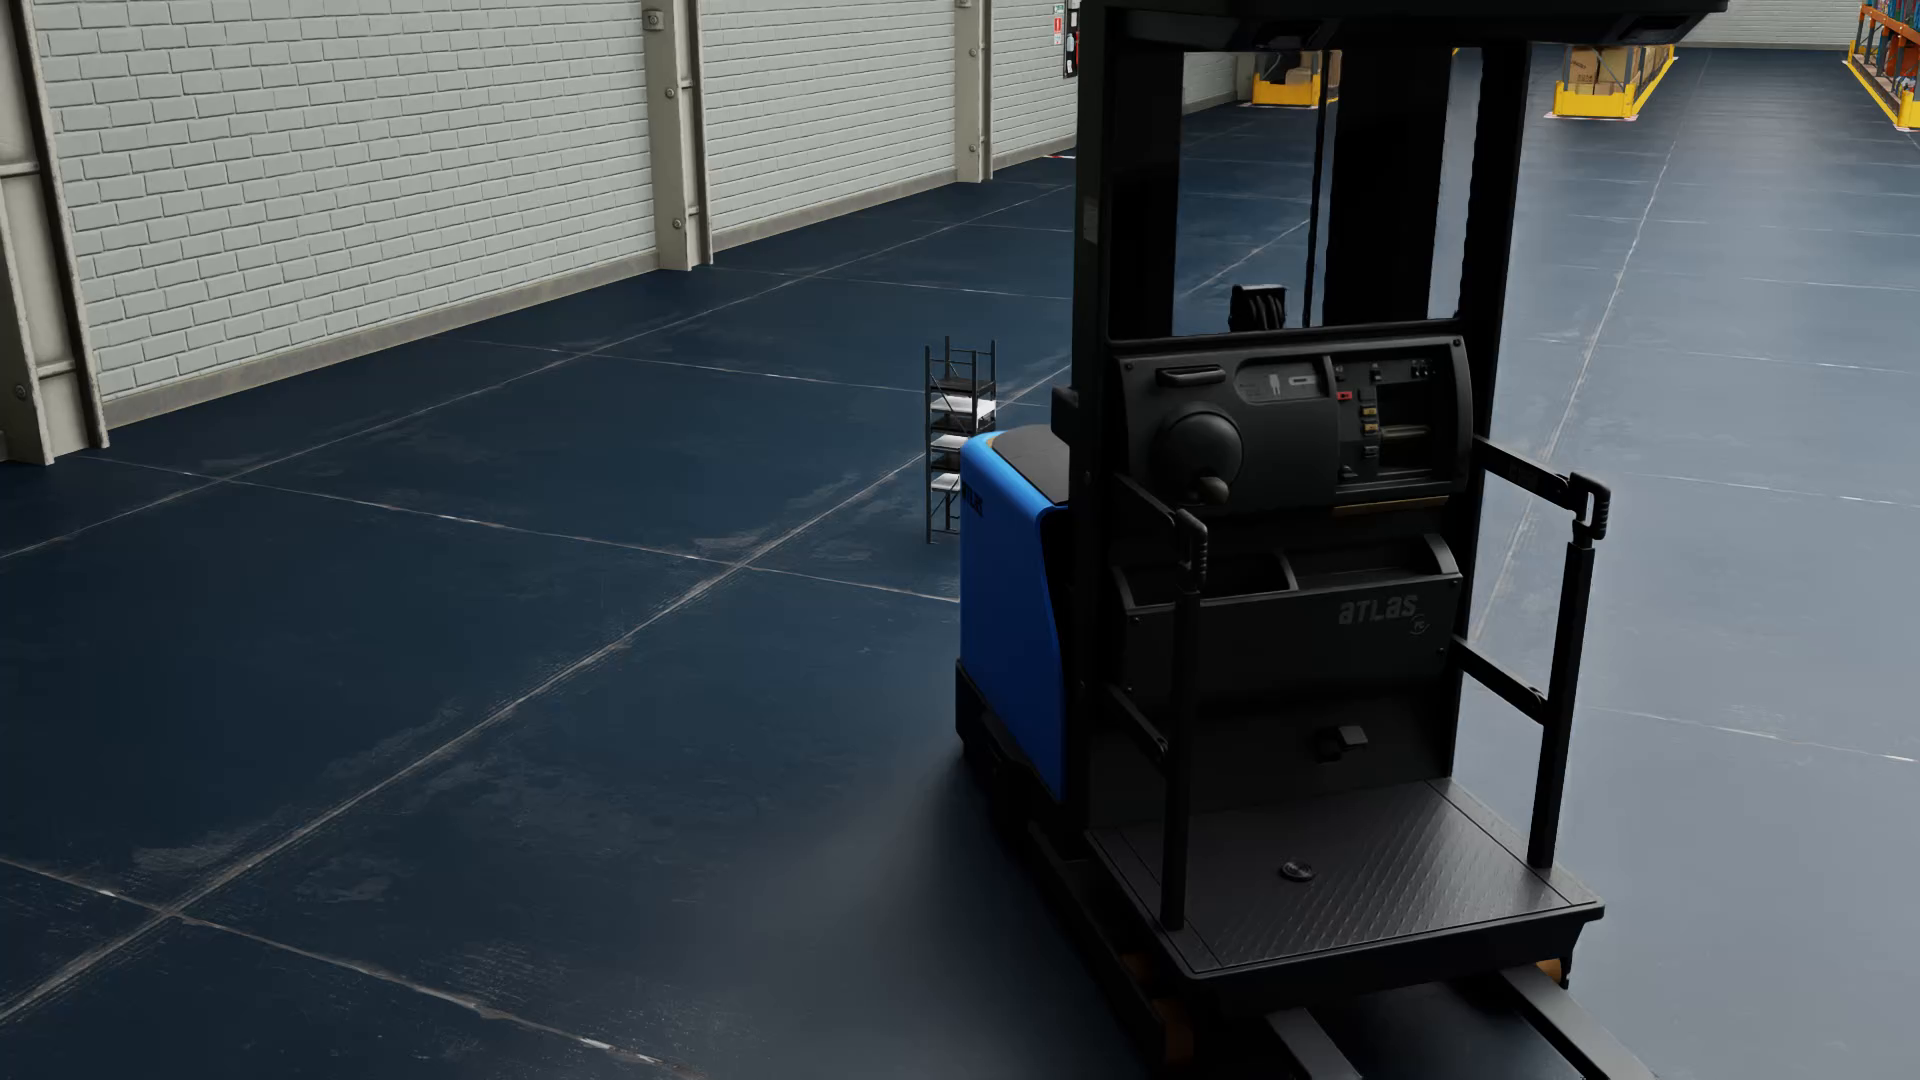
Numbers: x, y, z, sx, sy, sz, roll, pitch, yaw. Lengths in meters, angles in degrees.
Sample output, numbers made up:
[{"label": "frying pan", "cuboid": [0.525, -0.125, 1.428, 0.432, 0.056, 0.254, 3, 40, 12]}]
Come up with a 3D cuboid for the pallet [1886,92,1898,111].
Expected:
[{"label": "pallet", "cuboid": [15.935, -7.231, 27.488, 1.003, 0.211, 1.213, 9, 21, 23]}]

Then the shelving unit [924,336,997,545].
[{"label": "shelving unit", "cuboid": [0.003, -0.426, 7.325, 0.258, 0.900, 0.210, 9, 21, 23]}]

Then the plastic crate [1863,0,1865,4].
[{"label": "plastic crate", "cuboid": [20.554, -12.200, 37.602, 0.250, 0.136, 0.298, 9, 21, 23]}]

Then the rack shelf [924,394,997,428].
[{"label": "rack shelf", "cuboid": [0.003, -0.565, 7.276, 0.258, 0.077, 0.200, 9, 21, 23]}]

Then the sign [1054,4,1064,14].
[{"label": "sign", "cuboid": [1.255, -6.742, 21.104, 0.001, 0.109, 0.331, 9, 21, 23]}]

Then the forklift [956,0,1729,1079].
[{"label": "forklift", "cuboid": [0.891, -0.277, 3.873, 1.130, 2.935, 3.031, -6, 20, -15]}]

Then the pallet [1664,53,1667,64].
[{"label": "pallet", "cuboid": [15.787, -11.141, 38.482, 1.003, 0.211, 1.213, 9, 21, 23]}]

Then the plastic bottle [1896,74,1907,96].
[{"label": "plastic bottle", "cuboid": [15.462, -7.456, 27.256, 0.144, 0.351, 0.185, 8, 21, 20]}]

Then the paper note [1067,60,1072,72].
[{"label": "paper note", "cuboid": [1.431, -6.170, 21.656, 0.016, 0.148, 0.142, 9, 21, 23]}]

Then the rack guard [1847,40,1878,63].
[{"label": "rack guard", "cuboid": [21.160, -11.245, 38.341, 1.175, 0.500, 0.348, 9, 21, 23]}]

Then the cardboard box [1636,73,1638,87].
[{"label": "cardboard box", "cuboid": [11.527, -8.005, 28.977, 0.500, 0.250, 0.500, 9, 21, 23]}]

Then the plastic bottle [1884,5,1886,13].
[{"label": "plastic bottle", "cuboid": [18.100, -10.368, 32.442, 0.097, 0.201, 0.097, 0, 20, 0]}]

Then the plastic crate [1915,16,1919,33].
[{"label": "plastic crate", "cuboid": [14.814, -7.844, 25.270, 0.499, 0.251, 0.408, 9, 21, 23]}]

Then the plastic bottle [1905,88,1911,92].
[{"label": "plastic bottle", "cuboid": [14.963, -7.032, 26.286, 0.097, 0.201, 0.097, 0, 20, 0]}]

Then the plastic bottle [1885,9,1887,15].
[{"label": "plastic bottle", "cuboid": [17.941, -10.249, 32.107, 0.097, 0.201, 0.097, 0, 20, 0]}]

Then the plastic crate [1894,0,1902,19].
[{"label": "plastic crate", "cuboid": [16.946, -9.546, 29.738, 0.402, 0.464, 0.583, 9, 21, 23]}]

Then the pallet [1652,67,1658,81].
[{"label": "pallet", "cuboid": [13.709, -9.558, 34.029, 1.003, 0.211, 1.213, 9, 21, 23]}]

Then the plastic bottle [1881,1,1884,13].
[{"label": "plastic bottle", "cuboid": [18.401, -10.625, 33.061, 0.097, 0.271, 0.097, 0, 20, 0]}]

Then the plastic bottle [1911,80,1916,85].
[{"label": "plastic bottle", "cuboid": [15.433, -7.279, 26.867, 0.152, 0.276, 0.135, 9, 21, 23]}]

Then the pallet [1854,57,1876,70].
[{"label": "pallet", "cuboid": [20.288, -10.481, 36.625, 1.003, 0.211, 1.213, 9, 21, 23]}]

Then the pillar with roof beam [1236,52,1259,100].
[{"label": "pillar with roof beam", "cuboid": [8.997, -11.450, 26.235, 9.100, 9.000, 0.400, 9, 21, 23]}]

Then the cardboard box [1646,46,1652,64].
[{"label": "cardboard box", "cuboid": [12.756, -9.154, 31.373, 0.500, 0.311, 0.500, 9, 22, 24]}]

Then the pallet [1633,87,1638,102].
[{"label": "pallet", "cuboid": [11.367, -7.874, 29.296, 1.003, 0.211, 1.213, 9, 21, 23]}]

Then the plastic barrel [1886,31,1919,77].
[{"label": "plastic barrel", "cuboid": [18.071, -9.295, 31.740, 0.600, 0.830, 0.708, 9, 21, 23]}]

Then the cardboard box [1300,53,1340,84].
[{"label": "cardboard box", "cuboid": [6.517, -8.502, 29.972, 0.700, 0.500, 0.500, 7, 21, 19]}]

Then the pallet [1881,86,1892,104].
[{"label": "pallet", "cuboid": [16.535, -7.676, 28.739, 1.003, 0.211, 1.213, 9, 21, 23]}]

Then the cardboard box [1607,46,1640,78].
[{"label": "cardboard box", "cuboid": [11.132, -8.050, 27.986, 0.500, 0.500, 0.500, 9, 21, 23]}]

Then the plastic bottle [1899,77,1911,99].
[{"label": "plastic bottle", "cuboid": [15.212, -7.270, 26.730, 0.144, 0.351, 0.185, 10, 22, 25]}]

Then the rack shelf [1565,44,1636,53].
[{"label": "rack shelf", "cuboid": [10.912, -8.475, 27.897, 1.077, 0.370, 4.000, 9, 21, 23]}]

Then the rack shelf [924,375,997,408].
[{"label": "rack shelf", "cuboid": [0.003, -0.649, 7.246, 0.258, 0.077, 0.200, 9, 21, 23]}]

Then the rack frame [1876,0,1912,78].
[{"label": "rack frame", "cuboid": [17.886, -9.968, 31.020, 1.000, 3.000, 0.127, 9, 21, 23]}]

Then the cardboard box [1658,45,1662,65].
[{"label": "cardboard box", "cuboid": [14.235, -10.091, 34.442, 0.500, 0.500, 0.500, 8, 21, 22]}]

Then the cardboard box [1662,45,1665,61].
[{"label": "cardboard box", "cuboid": [15.066, -10.711, 36.183, 0.500, 0.500, 0.500, 8, 21, 22]}]

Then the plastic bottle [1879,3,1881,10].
[{"label": "plastic bottle", "cuboid": [18.725, -10.834, 33.753, 0.097, 0.201, 0.097, 0, 20, 0]}]

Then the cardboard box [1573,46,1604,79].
[{"label": "cardboard box", "cuboid": [10.437, -7.971, 27.763, 0.500, 0.500, 0.500, 9, 21, 23]}]

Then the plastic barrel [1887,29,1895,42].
[{"label": "plastic barrel", "cuboid": [18.996, -10.019, 33.670, 0.600, 0.901, 0.708, 9, 21, 23]}]

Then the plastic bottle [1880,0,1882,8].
[{"label": "plastic bottle", "cuboid": [18.621, -10.810, 33.564, 0.061, 0.283, 0.133, 9, 21, 23]}]

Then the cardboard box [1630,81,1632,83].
[{"label": "cardboard box", "cuboid": [10.717, -7.392, 27.254, 0.500, 0.250, 0.500, 9, 21, 23]}]

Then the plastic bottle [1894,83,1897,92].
[{"label": "plastic bottle", "cuboid": [15.676, -7.565, 27.785, 0.097, 0.201, 0.097, 0, 20, 0]}]

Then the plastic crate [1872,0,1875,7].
[{"label": "plastic crate", "cuboid": [19.404, -11.401, 34.984, 0.392, 0.384, 0.575, 9, 21, 23]}]

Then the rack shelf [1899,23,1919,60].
[{"label": "rack shelf", "cuboid": [15.430, -7.794, 25.983, 1.077, 0.370, 4.000, 9, 21, 23]}]

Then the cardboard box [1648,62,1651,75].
[{"label": "cardboard box", "cuboid": [12.960, -9.045, 31.903, 0.500, 0.250, 0.500, 9, 22, 24]}]

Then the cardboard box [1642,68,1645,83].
[{"label": "cardboard box", "cuboid": [12.122, -8.417, 30.137, 0.500, 0.250, 0.500, 8, 21, 21]}]
